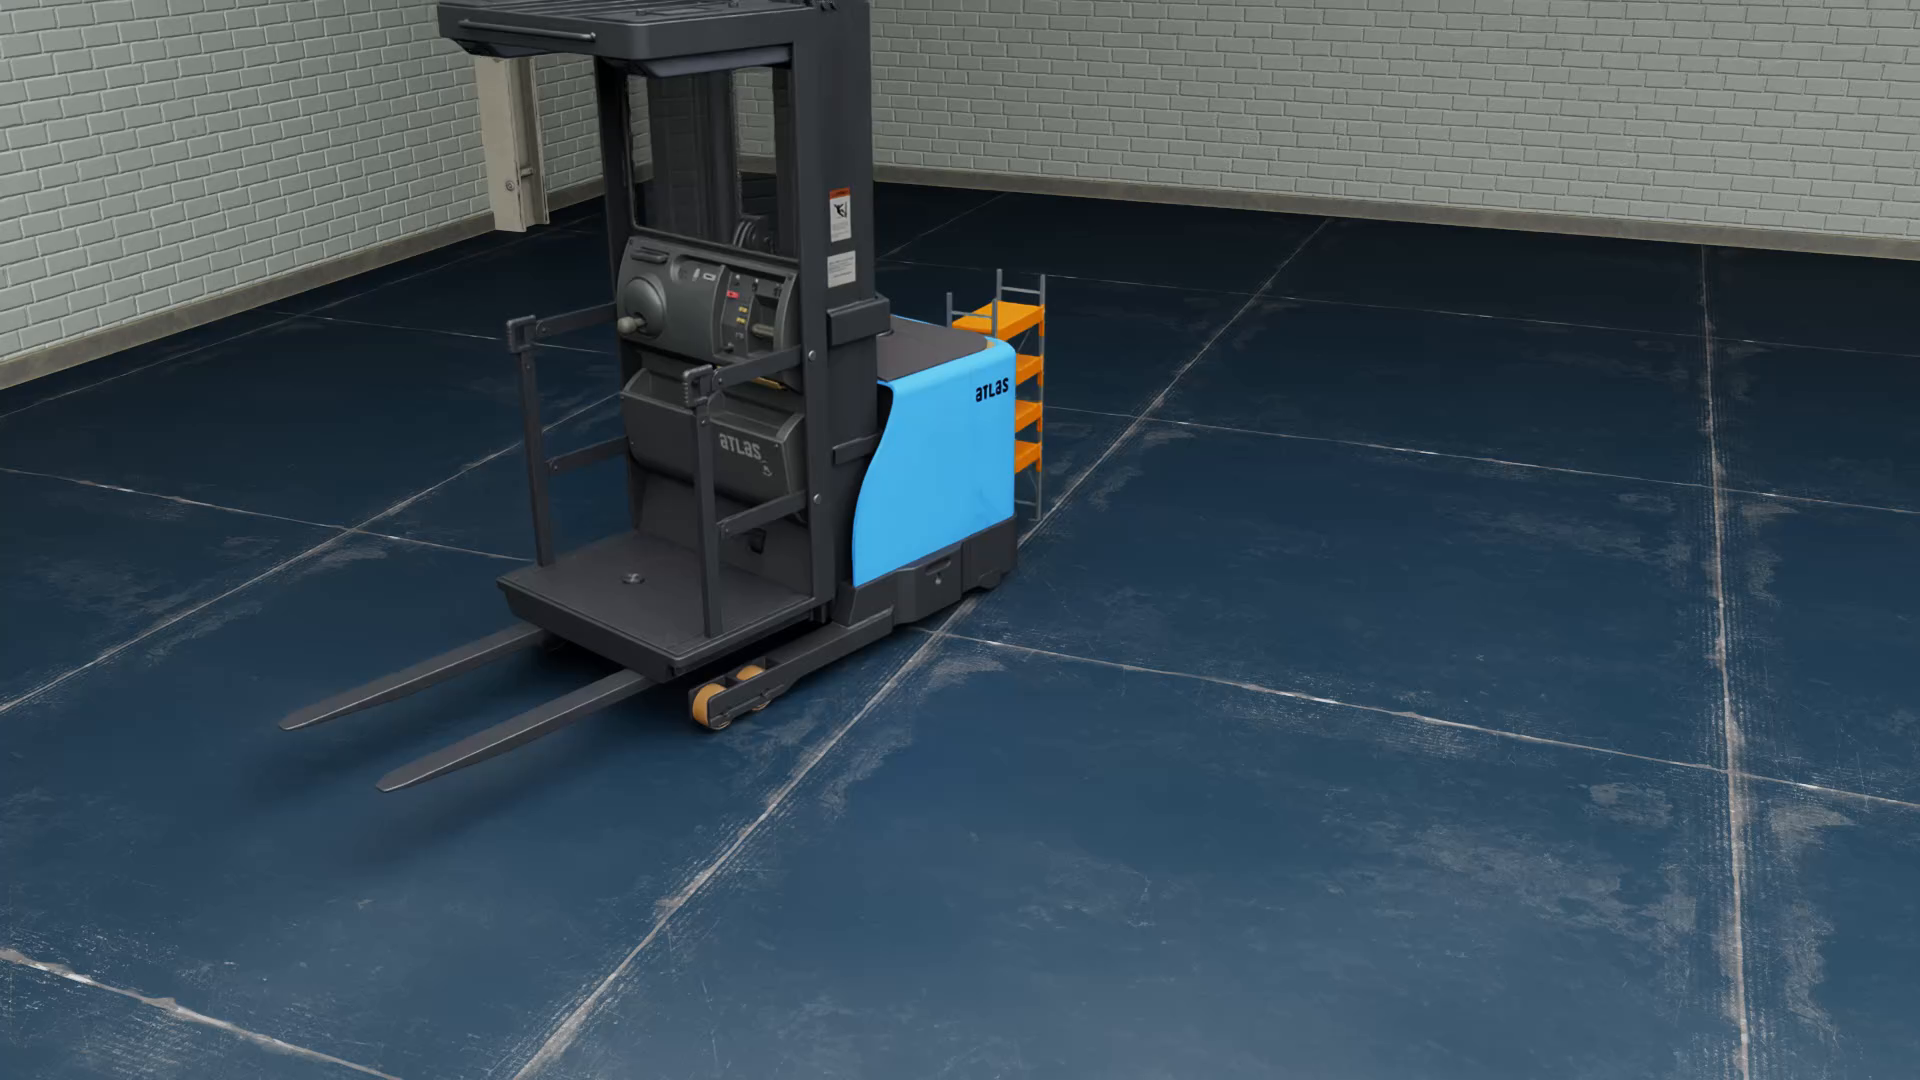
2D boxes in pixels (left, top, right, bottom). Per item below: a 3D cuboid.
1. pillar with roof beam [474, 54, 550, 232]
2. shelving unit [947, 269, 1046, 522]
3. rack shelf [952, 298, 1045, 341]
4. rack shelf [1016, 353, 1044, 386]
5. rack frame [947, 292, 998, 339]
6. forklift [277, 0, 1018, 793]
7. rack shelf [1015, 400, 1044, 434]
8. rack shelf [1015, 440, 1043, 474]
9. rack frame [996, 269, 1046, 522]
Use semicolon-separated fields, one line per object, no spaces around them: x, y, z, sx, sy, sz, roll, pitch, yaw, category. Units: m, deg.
0.267;-6.205;10.931;9.100;9.000;0.400;9;24;20;pillar with roof beam
0.164;-0.579;7.580;0.258;1.200;0.503;11;25;25;shelving unit
0.164;-0.942;7.428;0.258;0.148;0.480;11;25;25;rack shelf
0.164;-0.723;7.519;0.258;0.148;0.480;11;25;25;rack shelf
0.052;-0.496;7.380;0.240;1.200;0.015;11;25;25;rack frame
-1.090;-0.877;6.046;1.130;2.935;3.031;18;29;37;forklift
0.164;-0.517;7.606;0.258;0.148;0.480;11;25;25;rack shelf
0.164;-0.334;7.682;0.258;0.148;0.480;11;25;25;rack shelf
0.277;-0.663;7.780;0.240;1.200;0.015;11;25;25;rack frame
